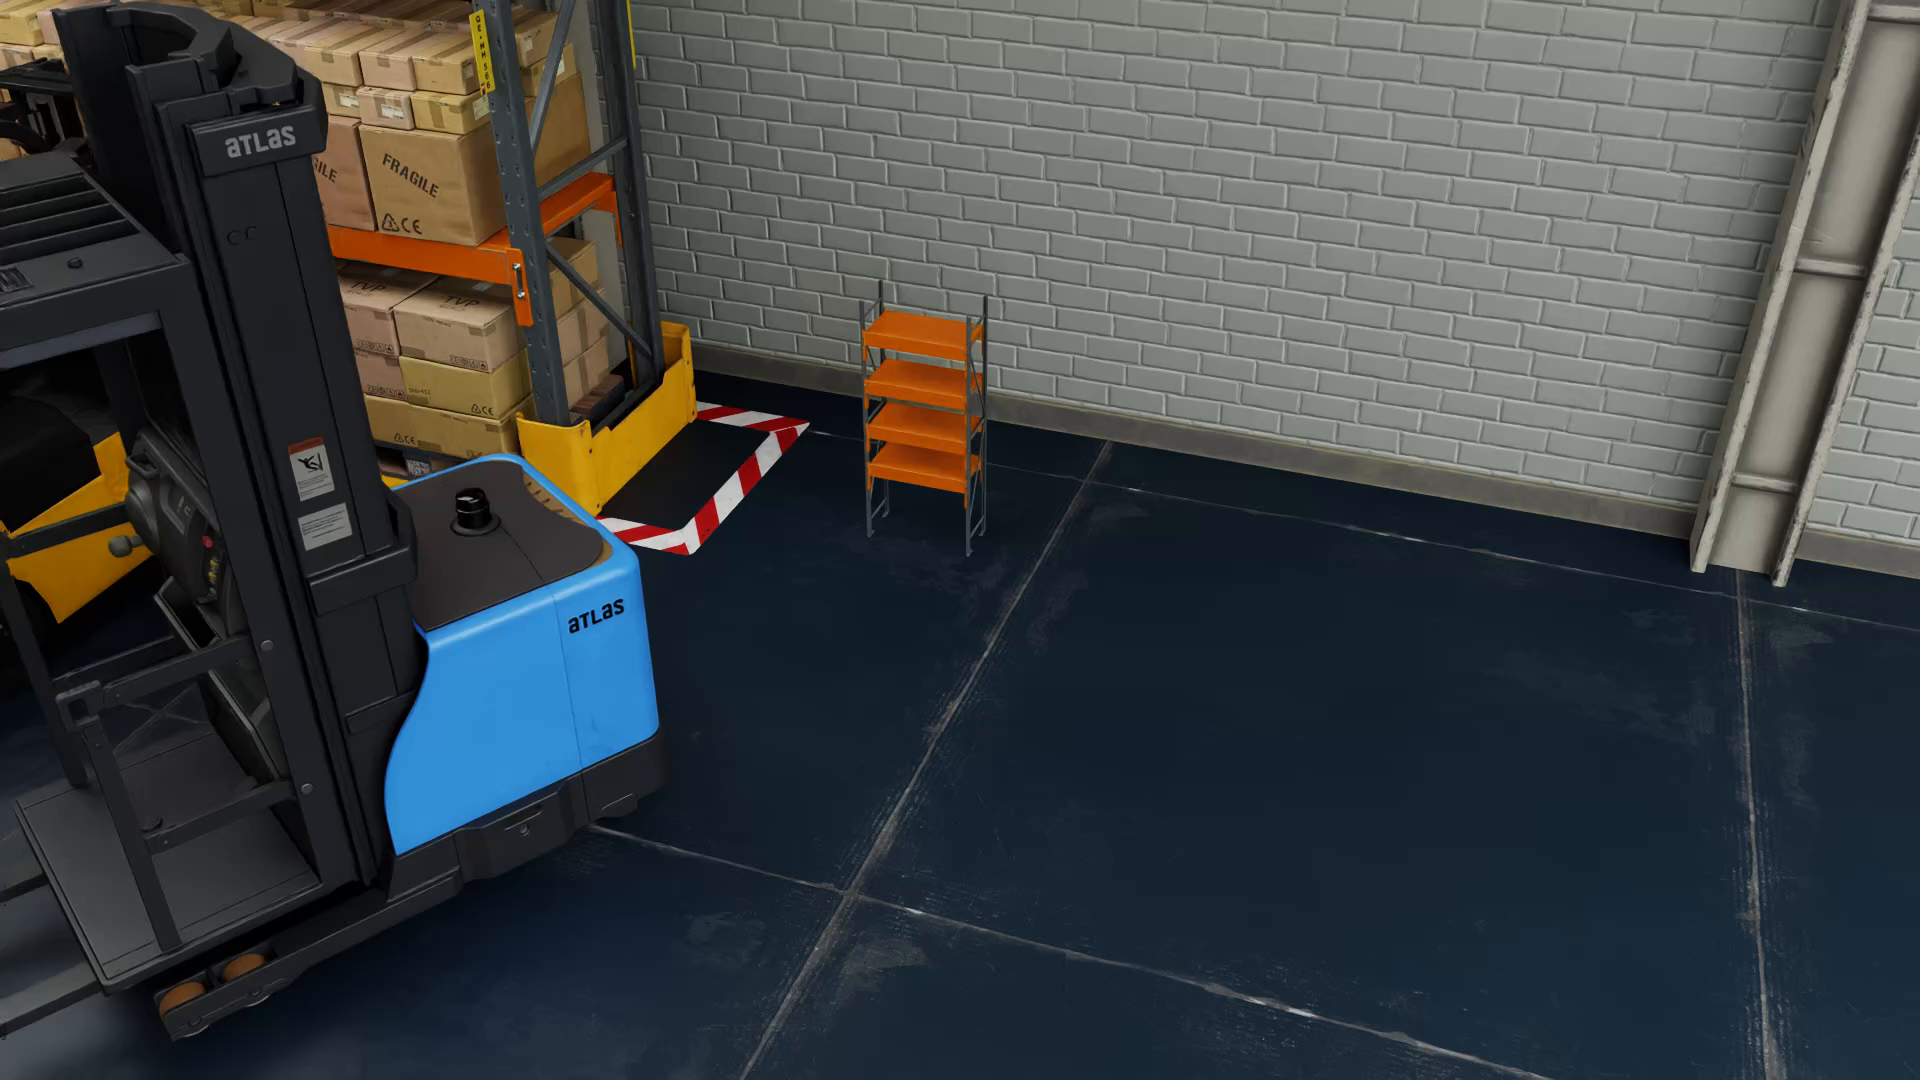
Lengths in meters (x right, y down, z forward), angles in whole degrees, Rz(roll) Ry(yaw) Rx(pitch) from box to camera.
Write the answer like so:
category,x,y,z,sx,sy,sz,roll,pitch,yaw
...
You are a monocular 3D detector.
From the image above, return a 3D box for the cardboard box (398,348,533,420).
category,x,y,z,sx,sy,sz,roll,pitch,yaw
cardboard box,-2.311,-0.835,7.964,0.500,0.250,0.500,11,34,16

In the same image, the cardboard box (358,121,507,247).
category,x,y,z,sx,sy,sz,roll,pitch,yaw
cardboard box,-2.299,-1.672,7.482,0.500,0.500,0.500,10,34,15

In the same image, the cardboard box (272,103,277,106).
category,x,y,z,sx,sy,sz,roll,pitch,yaw
cardboard box,-3.139,-2.095,7.539,0.250,0.149,0.380,10,34,15

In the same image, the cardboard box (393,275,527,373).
category,x,y,z,sx,sy,sz,roll,pitch,yaw
cardboard box,-2.286,-1.040,7.822,0.500,0.250,0.500,12,35,18

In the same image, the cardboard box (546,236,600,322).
category,x,y,z,sx,sy,sz,roll,pitch,yaw
cardboard box,-2.136,-1.300,8.224,0.500,0.250,0.500,10,34,16

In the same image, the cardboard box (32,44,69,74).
category,x,y,z,sx,sy,sz,roll,pitch,yaw
cardboard box,-4.106,-2.279,7.824,0.250,0.149,0.380,10,34,15

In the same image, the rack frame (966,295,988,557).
category,x,y,z,sx,sy,sz,roll,pitch,yaw
rack frame,0.074,-0.490,7.402,0.015,1.200,0.240,11,34,16

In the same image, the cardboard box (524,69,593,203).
category,x,y,z,sx,sy,sz,roll,pitch,yaw
cardboard box,-2.120,-1.948,7.910,0.500,0.500,0.500,12,35,18

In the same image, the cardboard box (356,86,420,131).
category,x,y,z,sx,sy,sz,roll,pitch,yaw
cardboard box,-2.419,-1.940,7.300,0.250,0.149,0.380,12,35,17

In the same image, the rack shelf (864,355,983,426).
category,x,y,z,sx,sy,sz,roll,pitch,yaw
rack shelf,-0.156,-0.666,7.387,0.480,0.148,0.258,11,34,16

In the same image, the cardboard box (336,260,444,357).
category,x,y,z,sx,sy,sz,roll,pitch,yaw
cardboard box,-2.769,-1.131,7.962,0.500,0.250,0.500,12,35,17

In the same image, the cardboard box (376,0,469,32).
category,x,y,z,sx,sy,sz,roll,pitch,yaw
cardboard box,-2.480,-2.390,7.722,0.250,0.149,0.380,12,35,17

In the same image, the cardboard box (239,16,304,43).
category,x,y,z,sx,sy,sz,roll,pitch,yaw
cardboard box,-3.146,-2.209,7.442,0.250,0.149,0.380,12,35,18

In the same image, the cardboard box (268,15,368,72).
category,x,y,z,sx,sy,sz,roll,pitch,yaw
cardboard box,-2.863,-2.218,7.456,0.250,0.149,0.380,11,35,17

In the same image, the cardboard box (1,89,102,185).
category,x,y,z,sx,sy,sz,roll,pitch,yaw
cardboard box,-4.210,-2.054,8.074,0.500,0.500,0.500,11,34,16

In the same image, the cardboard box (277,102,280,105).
category,x,y,z,sx,sy,sz,roll,pitch,yaw
cardboard box,-2.872,-2.070,7.501,0.250,0.149,0.380,11,34,16

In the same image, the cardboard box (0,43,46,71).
category,x,y,z,sx,sy,sz,roll,pitch,yaw
cardboard box,-4.349,-2.316,7.881,0.250,0.149,0.380,11,34,16

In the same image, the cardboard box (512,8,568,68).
category,x,y,z,sx,sy,sz,roll,pitch,yaw
cardboard box,-1.991,-2.284,7.558,0.250,0.149,0.380,10,34,16

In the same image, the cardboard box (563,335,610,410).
category,x,y,z,sx,sy,sz,roll,pitch,yaw
cardboard box,-2.144,-0.885,8.503,0.500,0.250,0.500,11,34,17

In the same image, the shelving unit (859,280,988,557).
category,x,y,z,sx,sy,sz,roll,pitch,yaw
shelving unit,-0.156,-0.534,7.471,0.503,1.200,0.258,11,34,16

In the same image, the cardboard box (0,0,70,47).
category,x,y,z,sx,sy,sz,roll,pitch,yaw
cardboard box,-4.332,-2.459,7.828,0.250,0.149,0.380,10,34,16

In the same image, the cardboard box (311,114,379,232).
category,x,y,z,sx,sy,sz,roll,pitch,yaw
cardboard box,-2.785,-1.772,7.636,0.500,0.500,0.500,12,35,18

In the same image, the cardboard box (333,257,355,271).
category,x,y,z,sx,sy,sz,roll,pitch,yaw
cardboard box,-3.247,-1.218,8.097,0.500,0.250,0.500,11,35,17

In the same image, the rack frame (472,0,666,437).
category,x,y,z,sx,sy,sz,roll,pitch,yaw
rack frame,-1.747,-1.674,7.577,0.127,3.000,1.000,11,34,16

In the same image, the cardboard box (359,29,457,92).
category,x,y,z,sx,sy,sz,roll,pitch,yaw
cardboard box,-2.398,-2.101,7.274,0.250,0.149,0.380,11,34,17

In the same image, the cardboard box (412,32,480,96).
category,x,y,z,sx,sy,sz,roll,pitch,yaw
cardboard box,-2.156,-2.071,7.228,0.250,0.149,0.380,11,34,17

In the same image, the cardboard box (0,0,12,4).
category,x,y,z,sx,sy,sz,roll,pitch,yaw
cardboard box,-4.585,-2.492,7.880,0.250,0.149,0.380,12,35,18

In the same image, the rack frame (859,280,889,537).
category,x,y,z,sx,sy,sz,roll,pitch,yaw
rack frame,-0.386,-0.579,7.541,0.015,1.200,0.240,11,34,16

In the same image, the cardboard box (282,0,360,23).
category,x,y,z,sx,sy,sz,roll,pitch,yaw
cardboard box,-2.964,-2.479,7.859,0.250,0.149,0.380,12,35,18

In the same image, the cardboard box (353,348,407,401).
category,x,y,z,sx,sy,sz,roll,pitch,yaw
cardboard box,-2.780,-0.932,8.115,0.500,0.250,0.500,11,34,16

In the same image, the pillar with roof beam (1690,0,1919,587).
category,x,y,z,sx,sy,sz,roll,pitch,yaw
pillar with roof beam,2.097,-1.486,1.755,0.400,9.000,9.100,11,34,16

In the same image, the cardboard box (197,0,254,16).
category,x,y,z,sx,sy,sz,roll,pitch,yaw
cardboard box,-3.438,-2.582,8.019,0.250,0.149,0.380,11,34,17

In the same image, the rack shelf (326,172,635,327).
category,x,y,z,sx,sy,sz,roll,pitch,yaw
rack shelf,-3.630,-1.738,8.339,4.000,0.370,1.077,11,34,16

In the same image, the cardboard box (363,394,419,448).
category,x,y,z,sx,sy,sz,roll,pitch,yaw
cardboard box,-2.761,-0.716,8.241,0.500,0.250,0.500,11,34,16

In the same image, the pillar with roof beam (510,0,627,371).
category,x,y,z,sx,sy,sz,roll,pitch,yaw
pillar with roof beam,-3.551,-2.584,3.456,0.400,9.000,9.100,11,34,16

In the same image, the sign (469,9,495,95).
category,x,y,z,sx,sy,sz,roll,pitch,yaw
sign,-1.944,-1.985,6.774,0.005,0.325,0.100,11,34,16

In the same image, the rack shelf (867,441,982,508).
category,x,y,z,sx,sy,sz,roll,pitch,yaw
rack shelf,-0.156,-0.311,7.616,0.480,0.148,0.258,11,34,16

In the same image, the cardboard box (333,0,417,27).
category,x,y,z,sx,sy,sz,roll,pitch,yaw
cardboard box,-2.708,-2.443,7.804,0.250,0.149,0.380,11,35,17

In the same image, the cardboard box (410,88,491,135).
category,x,y,z,sx,sy,sz,roll,pitch,yaw
cardboard box,-2.168,-1.909,7.251,0.250,0.149,0.380,12,35,17

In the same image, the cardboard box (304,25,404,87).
category,x,y,z,sx,sy,sz,roll,pitch,yaw
cardboard box,-2.654,-2.135,7.326,0.250,0.149,0.380,12,35,18

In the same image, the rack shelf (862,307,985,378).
category,x,y,z,sx,sy,sz,roll,pitch,yaw
rack shelf,-0.156,-0.864,7.258,0.480,0.148,0.258,11,34,16

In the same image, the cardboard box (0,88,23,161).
category,x,y,z,sx,sy,sz,roll,pitch,yaw
cardboard box,-4.687,-2.147,8.217,0.500,0.500,0.500,12,35,17

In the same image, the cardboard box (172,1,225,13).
category,x,y,z,sx,sy,sz,roll,pitch,yaw
cardboard box,-3.602,-2.349,7.658,0.250,0.149,0.380,12,35,17

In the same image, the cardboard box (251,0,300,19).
category,x,y,z,sx,sy,sz,roll,pitch,yaw
cardboard box,-3.178,-2.577,8.011,0.250,0.149,0.380,10,34,15

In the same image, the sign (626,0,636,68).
category,x,y,z,sx,sy,sz,roll,pitch,yaw
sign,-1.555,-2.353,7.758,0.005,0.325,0.100,11,34,16

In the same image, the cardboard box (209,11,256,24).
category,x,y,z,sx,sy,sz,roll,pitch,yaw
cardboard box,-3.391,-2.254,7.511,0.250,0.149,0.380,12,35,17

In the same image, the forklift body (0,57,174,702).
category,x,y,z,sx,sy,sz,roll,pitch,yaw
forklift body,-4.148,-0.733,6.902,1.214,2.155,2.313,11,34,16

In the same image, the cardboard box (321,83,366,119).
category,x,y,z,sx,sy,sz,roll,pitch,yaw
cardboard box,-2.643,-2.019,7.422,0.250,0.149,0.380,12,35,17

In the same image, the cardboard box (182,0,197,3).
category,x,y,z,sx,sy,sz,roll,pitch,yaw
cardboard box,-3.688,-2.628,8.091,0.250,0.149,0.380,12,35,18

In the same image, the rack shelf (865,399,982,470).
category,x,y,z,sx,sy,sz,roll,pitch,yaw
rack shelf,-0.156,-0.478,7.508,0.480,0.148,0.258,11,34,16

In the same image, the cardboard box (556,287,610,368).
category,x,y,z,sx,sy,sz,roll,pitch,yaw
cardboard box,-2.120,-1.097,8.371,0.500,0.250,0.500,12,35,17

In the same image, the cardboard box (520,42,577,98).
category,x,y,z,sx,sy,sz,roll,pitch,yaw
cardboard box,-1.979,-2.183,7.675,0.250,0.149,0.380,10,34,15

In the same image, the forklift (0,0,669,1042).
category,x,y,z,sx,sy,sz,roll,pitch,yaw
forklift,-2.553,0.024,5.010,3.031,2.935,1.130,-24,40,-32

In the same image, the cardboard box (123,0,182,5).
category,x,y,z,sx,sy,sz,roll,pitch,yaw
cardboard box,-3.833,-2.404,7.743,0.250,0.149,0.380,11,34,17

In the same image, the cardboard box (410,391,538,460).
category,x,y,z,sx,sy,sz,roll,pitch,yaw
cardboard box,-2.296,-0.620,8.092,0.500,0.250,0.500,11,35,17

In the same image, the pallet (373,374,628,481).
category,x,y,z,sx,sy,sz,roll,pitch,yaw
pallet,-2.481,-0.621,8.517,1.213,0.211,1.003,11,34,16

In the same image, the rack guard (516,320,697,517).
category,x,y,z,sx,sy,sz,roll,pitch,yaw
rack guard,-1.725,-0.619,8.248,0.348,0.500,1.175,11,34,16

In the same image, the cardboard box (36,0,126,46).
category,x,y,z,sx,sy,sz,roll,pitch,yaw
cardboard box,-4.073,-2.440,7.800,0.250,0.149,0.380,11,34,16

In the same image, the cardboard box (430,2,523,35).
category,x,y,z,sx,sy,sz,roll,pitch,yaw
cardboard box,-2.221,-2.365,7.682,0.250,0.149,0.380,12,35,18
